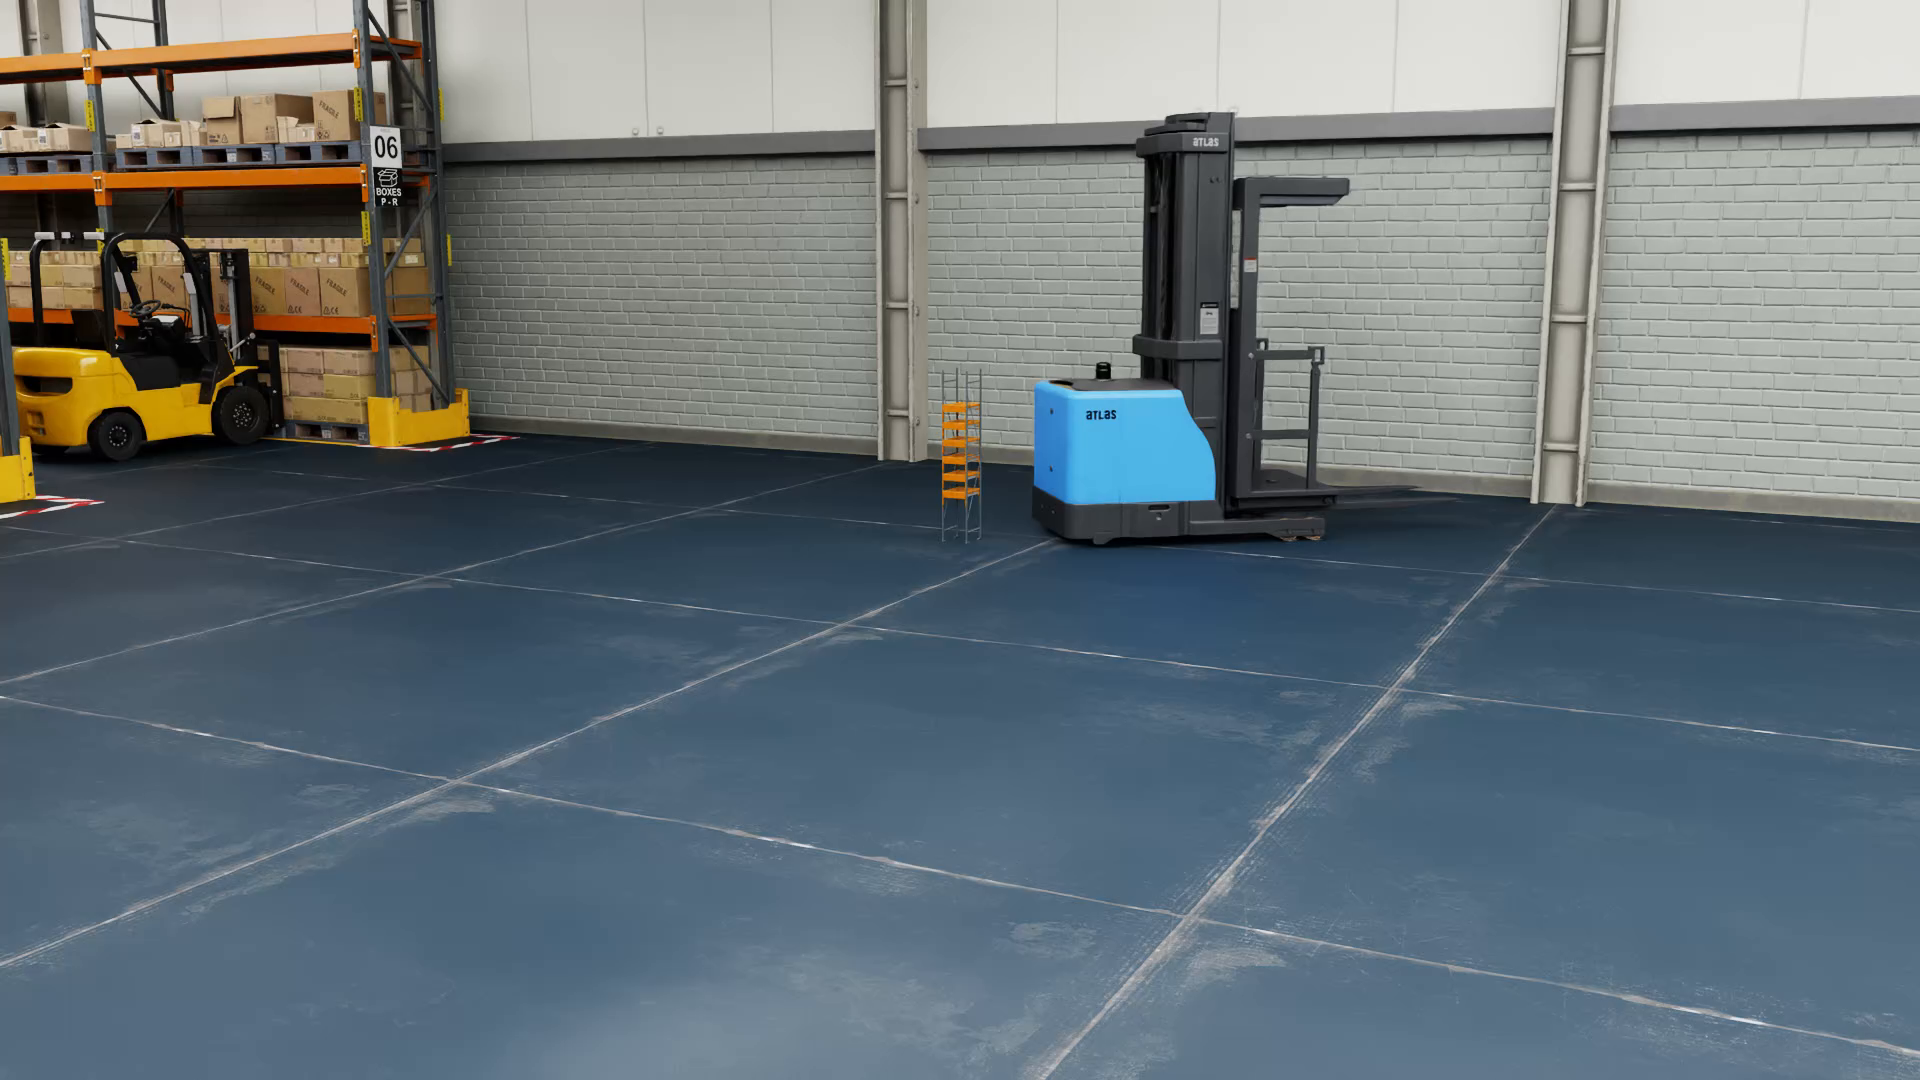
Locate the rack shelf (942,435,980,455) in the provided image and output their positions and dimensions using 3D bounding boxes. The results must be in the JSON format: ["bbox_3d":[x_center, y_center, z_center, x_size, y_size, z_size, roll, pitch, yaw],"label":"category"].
[{"bbox_3d":[0.013,-0.664,11.604,0.180,0.103,0.258,5,11,26],"label":"rack shelf"}]

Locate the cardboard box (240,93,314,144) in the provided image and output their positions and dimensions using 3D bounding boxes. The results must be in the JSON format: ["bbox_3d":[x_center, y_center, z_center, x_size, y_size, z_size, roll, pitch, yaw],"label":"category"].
[{"bbox_3d":[-7.083,-4.403,17.474,0.500,0.500,0.700,5,11,26],"label":"cardboard box"}]

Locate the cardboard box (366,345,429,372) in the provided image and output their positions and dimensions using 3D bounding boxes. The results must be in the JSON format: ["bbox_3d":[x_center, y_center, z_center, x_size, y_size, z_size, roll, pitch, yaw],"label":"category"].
[{"bbox_3d":[-6.051,-1.943,17.779,0.500,0.250,0.500,5,11,25],"label":"cardboard box"}]

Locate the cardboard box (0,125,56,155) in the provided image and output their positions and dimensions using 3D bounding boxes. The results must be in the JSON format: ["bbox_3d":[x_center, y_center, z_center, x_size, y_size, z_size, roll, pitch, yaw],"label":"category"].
[{"bbox_3d":[-10.736,-4.611,19.155,0.500,0.311,0.500,5,11,24],"label":"cardboard box"}]

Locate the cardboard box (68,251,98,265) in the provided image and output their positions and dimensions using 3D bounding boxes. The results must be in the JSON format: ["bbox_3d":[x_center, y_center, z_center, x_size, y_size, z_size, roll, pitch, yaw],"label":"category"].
[{"bbox_3d":[-9.935,-3.222,19.008,0.250,0.149,0.380,5,11,25],"label":"cardboard box"}]

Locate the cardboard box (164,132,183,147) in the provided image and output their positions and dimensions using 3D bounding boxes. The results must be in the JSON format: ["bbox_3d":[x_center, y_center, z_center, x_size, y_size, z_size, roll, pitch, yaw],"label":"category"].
[{"bbox_3d":[-8.333,-4.309,17.937,0.250,0.149,0.380,5,12,28],"label":"cardboard box"}]

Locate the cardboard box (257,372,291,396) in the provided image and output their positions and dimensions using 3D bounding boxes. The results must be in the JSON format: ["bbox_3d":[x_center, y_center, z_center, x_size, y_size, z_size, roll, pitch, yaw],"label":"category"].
[{"bbox_3d":[-7.196,-1.696,17.817,0.500,0.250,0.500,5,11,25],"label":"cardboard box"}]

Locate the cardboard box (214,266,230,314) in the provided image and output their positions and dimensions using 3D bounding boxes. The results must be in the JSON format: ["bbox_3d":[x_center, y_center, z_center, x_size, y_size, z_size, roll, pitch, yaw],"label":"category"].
[{"bbox_3d":[-7.638,-2.696,17.924,0.500,0.500,0.500,5,11,26],"label":"cardboard box"}]

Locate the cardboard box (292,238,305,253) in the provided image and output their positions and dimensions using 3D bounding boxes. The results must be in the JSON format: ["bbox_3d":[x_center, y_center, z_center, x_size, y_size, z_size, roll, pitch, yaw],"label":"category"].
[{"bbox_3d":[-6.790,-3.101,17.505,0.250,0.149,0.380,5,11,26],"label":"cardboard box"}]

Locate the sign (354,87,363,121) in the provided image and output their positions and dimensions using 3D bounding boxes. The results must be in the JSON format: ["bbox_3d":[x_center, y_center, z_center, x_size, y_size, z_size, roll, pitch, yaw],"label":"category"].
[{"bbox_3d":[-5.956,-4.317,16.473,0.005,0.325,0.100,5,11,26],"label":"sign"}]

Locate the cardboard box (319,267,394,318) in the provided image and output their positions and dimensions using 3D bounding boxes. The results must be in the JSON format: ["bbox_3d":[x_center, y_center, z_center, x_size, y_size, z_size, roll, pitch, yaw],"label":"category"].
[{"bbox_3d":[-6.261,-2.576,17.258,0.500,0.500,0.500,5,11,25],"label":"cardboard box"}]

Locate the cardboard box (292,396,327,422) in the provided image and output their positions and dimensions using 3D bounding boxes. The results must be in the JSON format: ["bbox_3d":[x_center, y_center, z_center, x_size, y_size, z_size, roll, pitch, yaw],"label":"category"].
[{"bbox_3d":[-6.706,-1.410,17.642,0.500,0.250,0.500,5,11,26],"label":"cardboard box"}]

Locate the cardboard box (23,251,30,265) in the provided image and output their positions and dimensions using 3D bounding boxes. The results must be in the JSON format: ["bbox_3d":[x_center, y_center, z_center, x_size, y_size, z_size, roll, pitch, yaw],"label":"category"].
[{"bbox_3d":[-10.633,-3.280,19.328,0.250,0.149,0.380,5,11,24],"label":"cardboard box"}]

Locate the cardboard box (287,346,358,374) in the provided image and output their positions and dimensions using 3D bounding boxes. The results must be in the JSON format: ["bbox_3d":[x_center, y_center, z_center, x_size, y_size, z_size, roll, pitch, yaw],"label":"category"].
[{"bbox_3d":[-6.715,-1.901,17.545,0.500,0.250,0.500,5,12,27],"label":"cardboard box"}]

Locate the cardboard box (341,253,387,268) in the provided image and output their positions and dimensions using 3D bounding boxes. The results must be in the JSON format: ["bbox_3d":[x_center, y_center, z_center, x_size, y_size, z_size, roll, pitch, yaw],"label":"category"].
[{"bbox_3d":[-6.138,-2.881,17.121,0.250,0.149,0.380,5,11,27],"label":"cardboard box"}]

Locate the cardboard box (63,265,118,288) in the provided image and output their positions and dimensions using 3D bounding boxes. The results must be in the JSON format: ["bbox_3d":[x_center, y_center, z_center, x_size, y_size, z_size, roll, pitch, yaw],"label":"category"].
[{"bbox_3d":[-9.844,-3.015,18.983,0.500,0.250,0.500,5,11,25],"label":"cardboard box"}]

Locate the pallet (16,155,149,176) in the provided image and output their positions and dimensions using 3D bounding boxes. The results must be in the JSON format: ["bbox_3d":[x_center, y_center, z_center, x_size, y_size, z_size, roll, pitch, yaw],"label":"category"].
[{"bbox_3d":[-10.087,-4.294,19.148,1.217,0.209,0.805,5,11,24],"label":"pallet"}]

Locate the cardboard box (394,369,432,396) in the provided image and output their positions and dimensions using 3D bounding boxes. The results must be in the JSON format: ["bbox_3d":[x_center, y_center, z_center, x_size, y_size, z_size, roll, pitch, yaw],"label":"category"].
[{"bbox_3d":[-6.033,-1.699,17.835,0.500,0.250,0.500,5,12,27],"label":"cardboard box"}]

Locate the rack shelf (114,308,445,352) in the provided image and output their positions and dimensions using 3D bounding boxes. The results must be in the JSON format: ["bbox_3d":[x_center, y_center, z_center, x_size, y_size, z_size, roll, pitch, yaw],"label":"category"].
[{"bbox_3d":[-7.497,-2.333,18.219,4.000,0.370,1.077,5,11,26],"label":"rack shelf"}]

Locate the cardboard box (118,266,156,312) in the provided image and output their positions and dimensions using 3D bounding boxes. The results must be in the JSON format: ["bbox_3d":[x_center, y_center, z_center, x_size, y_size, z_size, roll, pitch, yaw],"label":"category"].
[{"bbox_3d":[-9.008,-2.817,18.593,0.500,0.500,0.500,5,11,24],"label":"cardboard box"}]

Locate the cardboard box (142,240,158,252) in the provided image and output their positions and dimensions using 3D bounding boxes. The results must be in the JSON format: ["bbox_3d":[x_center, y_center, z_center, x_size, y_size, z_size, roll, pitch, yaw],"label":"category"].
[{"bbox_3d":[-8.854,-3.284,18.513,0.250,0.149,0.380,5,11,27],"label":"cardboard box"}]

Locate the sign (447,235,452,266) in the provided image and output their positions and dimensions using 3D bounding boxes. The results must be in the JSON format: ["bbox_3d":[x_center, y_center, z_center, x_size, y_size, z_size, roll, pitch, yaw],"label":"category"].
[{"bbox_3d":[-5.453,-3.083,17.687,0.005,0.325,0.100,5,11,26],"label":"sign"}]

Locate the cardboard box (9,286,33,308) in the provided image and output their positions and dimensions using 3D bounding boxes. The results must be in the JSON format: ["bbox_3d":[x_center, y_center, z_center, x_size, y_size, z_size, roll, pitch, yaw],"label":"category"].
[{"bbox_3d":[-10.743,-2.852,19.485,0.500,0.250,0.500,5,11,26],"label":"cardboard box"}]

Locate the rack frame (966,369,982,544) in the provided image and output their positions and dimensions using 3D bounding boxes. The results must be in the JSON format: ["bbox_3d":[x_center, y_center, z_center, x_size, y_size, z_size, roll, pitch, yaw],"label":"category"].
[{"bbox_3d":[0.095,-0.582,11.577,0.006,1.200,0.240,5,11,26],"label":"rack frame"}]

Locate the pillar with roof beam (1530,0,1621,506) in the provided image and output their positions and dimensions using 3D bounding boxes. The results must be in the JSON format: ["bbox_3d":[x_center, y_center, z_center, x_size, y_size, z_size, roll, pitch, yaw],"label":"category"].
[{"bbox_3d":[2.927,-4.047,8.825,0.400,9.000,9.100,5,11,26],"label":"pillar with roof beam"}]

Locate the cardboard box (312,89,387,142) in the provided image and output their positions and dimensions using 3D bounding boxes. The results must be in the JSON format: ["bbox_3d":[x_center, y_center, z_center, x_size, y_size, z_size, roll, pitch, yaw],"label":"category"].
[{"bbox_3d":[-6.208,-4.307,16.940,0.500,0.500,0.500,5,12,28],"label":"cardboard box"}]

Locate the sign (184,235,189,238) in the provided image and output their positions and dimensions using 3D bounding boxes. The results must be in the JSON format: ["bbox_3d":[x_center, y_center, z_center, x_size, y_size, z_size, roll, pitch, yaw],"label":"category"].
[{"bbox_3d":[-9.046,-3.398,19.432,0.005,0.325,0.100,5,11,26],"label":"sign"}]

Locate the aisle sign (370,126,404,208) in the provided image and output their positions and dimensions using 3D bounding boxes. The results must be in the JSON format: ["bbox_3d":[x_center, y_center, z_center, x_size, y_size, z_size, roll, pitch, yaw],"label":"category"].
[{"bbox_3d":[-5.774,-3.757,16.765,0.004,0.787,0.394,5,11,26],"label":"aisle sign"}]

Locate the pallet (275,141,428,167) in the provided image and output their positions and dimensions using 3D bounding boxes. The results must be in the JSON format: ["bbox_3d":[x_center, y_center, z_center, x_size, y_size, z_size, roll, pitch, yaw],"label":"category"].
[{"bbox_3d":[-6.326,-4.022,17.356,1.213,0.211,1.003,5,11,26],"label":"pallet"}]

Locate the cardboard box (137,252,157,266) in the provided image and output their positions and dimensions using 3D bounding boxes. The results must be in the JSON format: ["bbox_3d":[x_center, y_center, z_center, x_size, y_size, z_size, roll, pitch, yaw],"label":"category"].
[{"bbox_3d":[-8.888,-3.126,18.477,0.250,0.149,0.380,5,12,27],"label":"cardboard box"}]

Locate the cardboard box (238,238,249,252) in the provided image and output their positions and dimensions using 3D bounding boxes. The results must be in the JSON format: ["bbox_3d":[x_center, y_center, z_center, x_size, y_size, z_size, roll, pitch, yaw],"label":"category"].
[{"bbox_3d":[-7.496,-3.159,17.824,0.250,0.149,0.380,5,11,27],"label":"cardboard box"}]

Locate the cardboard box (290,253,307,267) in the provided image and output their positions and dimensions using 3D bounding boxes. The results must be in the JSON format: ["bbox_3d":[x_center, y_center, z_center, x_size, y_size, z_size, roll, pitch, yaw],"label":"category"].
[{"bbox_3d":[-6.804,-2.947,17.491,0.250,0.149,0.380,5,11,25],"label":"cardboard box"}]

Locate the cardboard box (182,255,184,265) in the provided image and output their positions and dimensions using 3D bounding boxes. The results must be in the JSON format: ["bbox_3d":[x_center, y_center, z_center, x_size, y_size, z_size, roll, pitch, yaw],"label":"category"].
[{"bbox_3d":[-8.219,-3.058,18.100,0.250,0.149,0.380,5,11,25],"label":"cardboard box"}]

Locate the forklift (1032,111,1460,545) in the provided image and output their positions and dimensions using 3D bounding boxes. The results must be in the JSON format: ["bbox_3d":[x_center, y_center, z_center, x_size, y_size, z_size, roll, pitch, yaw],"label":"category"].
[{"bbox_3d":[2.101,-1.521,11.906,3.031,2.935,1.130,-2,10,-12],"label":"forklift"}]

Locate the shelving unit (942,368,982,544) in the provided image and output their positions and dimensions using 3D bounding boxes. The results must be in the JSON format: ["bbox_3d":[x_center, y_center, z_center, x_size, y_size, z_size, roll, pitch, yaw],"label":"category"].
[{"bbox_3d":[0.013,-0.589,11.617,0.189,1.200,0.258,5,11,26],"label":"shelving unit"}]

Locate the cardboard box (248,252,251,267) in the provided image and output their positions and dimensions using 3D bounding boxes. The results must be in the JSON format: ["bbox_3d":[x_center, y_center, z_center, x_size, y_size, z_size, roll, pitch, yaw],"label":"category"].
[{"bbox_3d":[-7.484,-3.012,17.846,0.250,0.149,0.380,5,11,25],"label":"cardboard box"}]

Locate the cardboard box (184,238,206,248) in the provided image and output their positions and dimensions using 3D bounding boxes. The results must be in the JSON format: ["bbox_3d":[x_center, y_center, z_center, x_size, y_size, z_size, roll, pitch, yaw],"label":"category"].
[{"bbox_3d":[-8.199,-3.209,18.103,0.250,0.149,0.380,5,11,25],"label":"cardboard box"}]

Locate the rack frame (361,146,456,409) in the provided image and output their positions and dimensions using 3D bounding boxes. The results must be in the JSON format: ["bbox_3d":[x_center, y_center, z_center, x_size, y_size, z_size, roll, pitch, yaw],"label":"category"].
[{"bbox_3d":[-5.703,-2.530,17.284,0.127,3.000,1.000,5,11,26],"label":"rack frame"}]

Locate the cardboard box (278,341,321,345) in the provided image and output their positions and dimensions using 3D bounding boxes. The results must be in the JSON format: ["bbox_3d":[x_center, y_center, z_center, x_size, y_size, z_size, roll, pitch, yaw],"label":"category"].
[{"bbox_3d":[-7.401,-2.065,18.450,0.500,0.250,0.500,5,11,25],"label":"cardboard box"}]

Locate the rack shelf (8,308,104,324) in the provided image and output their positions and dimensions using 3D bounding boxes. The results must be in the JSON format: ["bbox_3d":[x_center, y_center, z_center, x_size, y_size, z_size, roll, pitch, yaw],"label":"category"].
[{"bbox_3d":[-11.084,-2.648,19.961,4.000,0.370,1.077,5,11,26],"label":"rack shelf"}]

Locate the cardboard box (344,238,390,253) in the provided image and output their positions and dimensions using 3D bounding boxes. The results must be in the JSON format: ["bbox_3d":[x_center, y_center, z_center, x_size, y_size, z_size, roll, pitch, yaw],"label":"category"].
[{"bbox_3d":[-6.118,-3.039,17.161,0.250,0.149,0.380,5,11,26],"label":"cardboard box"}]

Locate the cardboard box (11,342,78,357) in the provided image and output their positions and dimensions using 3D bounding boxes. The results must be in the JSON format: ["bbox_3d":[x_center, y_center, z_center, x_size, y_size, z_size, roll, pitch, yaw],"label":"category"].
[{"bbox_3d":[-11.131,-2.044,20.087,0.625,0.625,0.875,5,11,23],"label":"cardboard box"}]

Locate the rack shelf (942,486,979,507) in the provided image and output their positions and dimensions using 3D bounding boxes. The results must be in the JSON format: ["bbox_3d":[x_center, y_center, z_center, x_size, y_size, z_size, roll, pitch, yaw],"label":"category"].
[{"bbox_3d":[0.013,-0.309,11.668,0.180,0.103,0.258,5,11,26],"label":"rack shelf"}]

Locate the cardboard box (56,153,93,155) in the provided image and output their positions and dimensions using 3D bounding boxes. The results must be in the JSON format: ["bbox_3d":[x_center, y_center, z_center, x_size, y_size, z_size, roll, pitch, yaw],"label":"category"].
[{"bbox_3d":[-10.243,-4.552,19.281,0.250,0.149,0.380,5,11,26],"label":"cardboard box"}]

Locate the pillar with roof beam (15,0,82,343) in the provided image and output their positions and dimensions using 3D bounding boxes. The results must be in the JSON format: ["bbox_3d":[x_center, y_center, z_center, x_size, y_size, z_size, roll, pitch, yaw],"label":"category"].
[{"bbox_3d":[-13.215,-5.466,16.662,0.400,9.000,9.100,5,11,26],"label":"pillar with roof beam"}]
